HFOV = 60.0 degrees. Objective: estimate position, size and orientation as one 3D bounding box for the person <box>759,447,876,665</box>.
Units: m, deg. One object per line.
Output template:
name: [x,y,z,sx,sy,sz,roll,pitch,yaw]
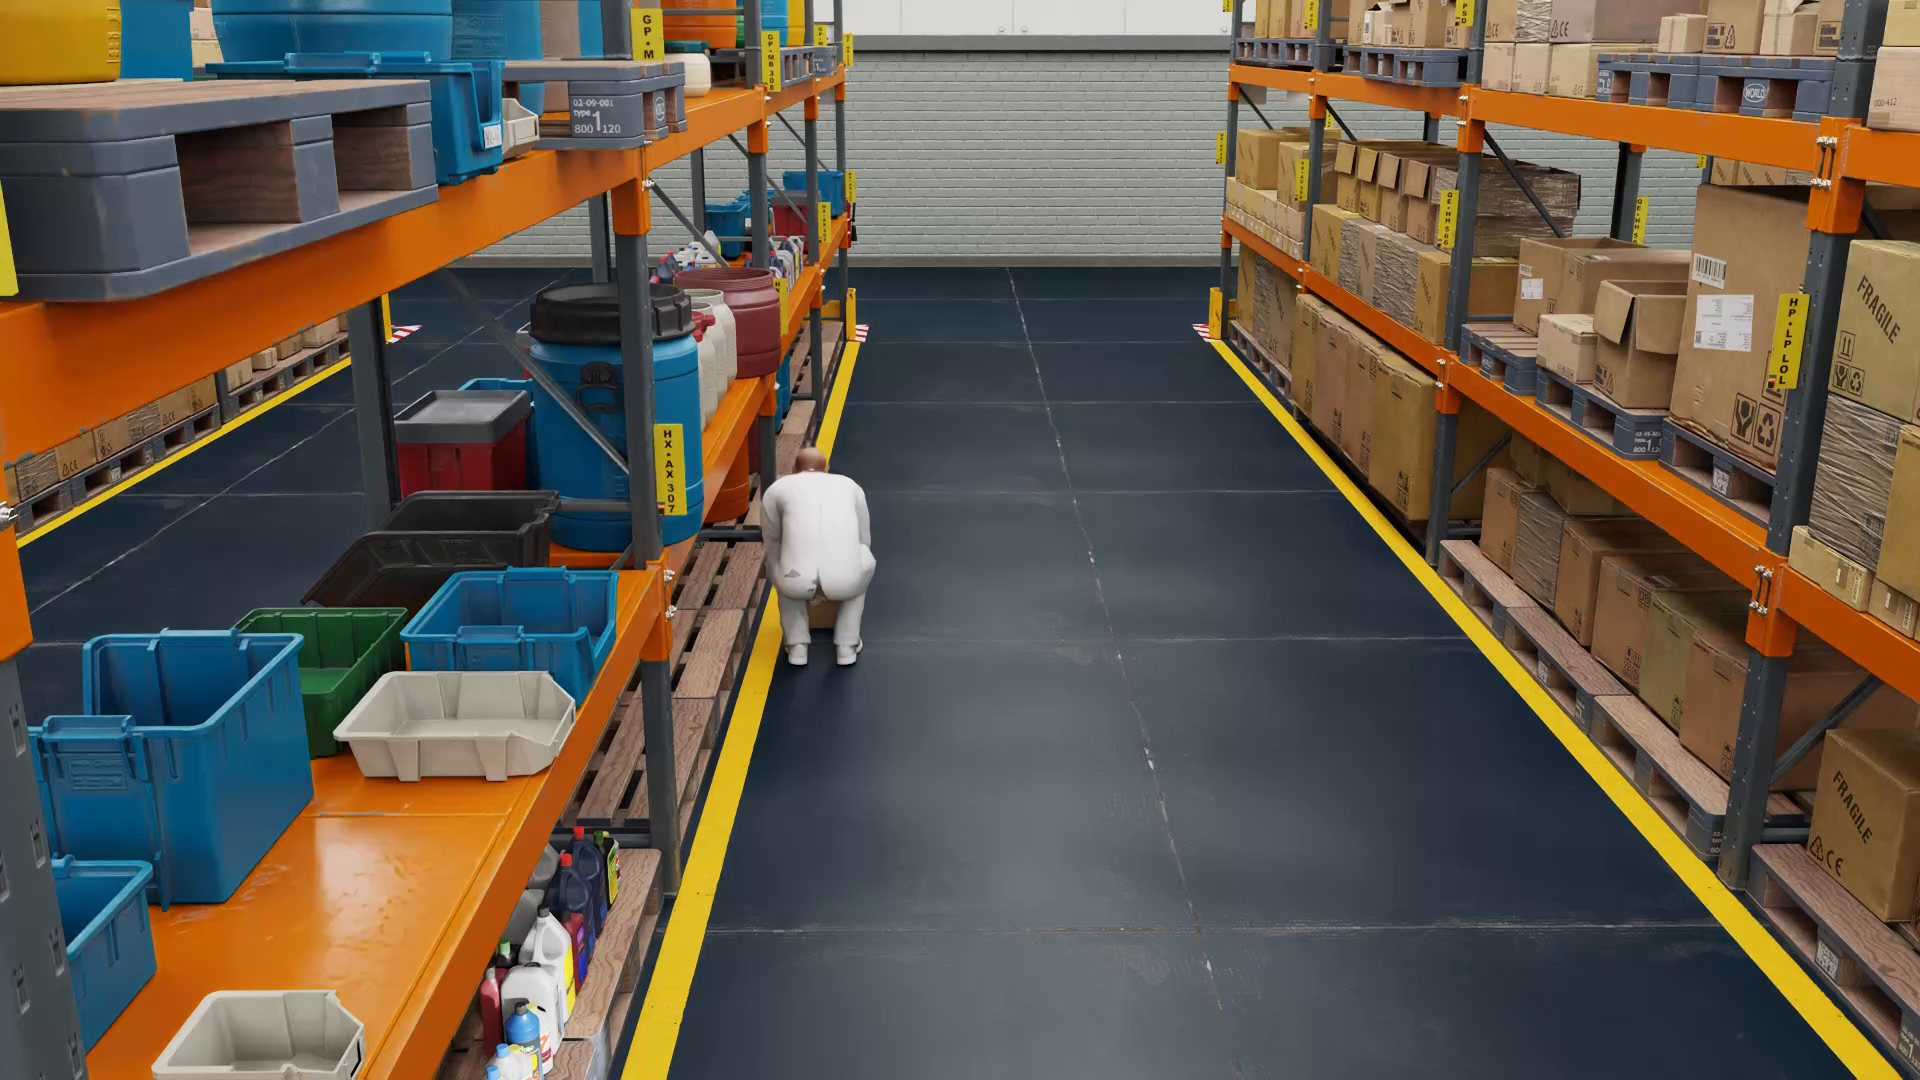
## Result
person: [-0.738,0.083,8.634,0.610,1.002,0.903,0,17,-1]
